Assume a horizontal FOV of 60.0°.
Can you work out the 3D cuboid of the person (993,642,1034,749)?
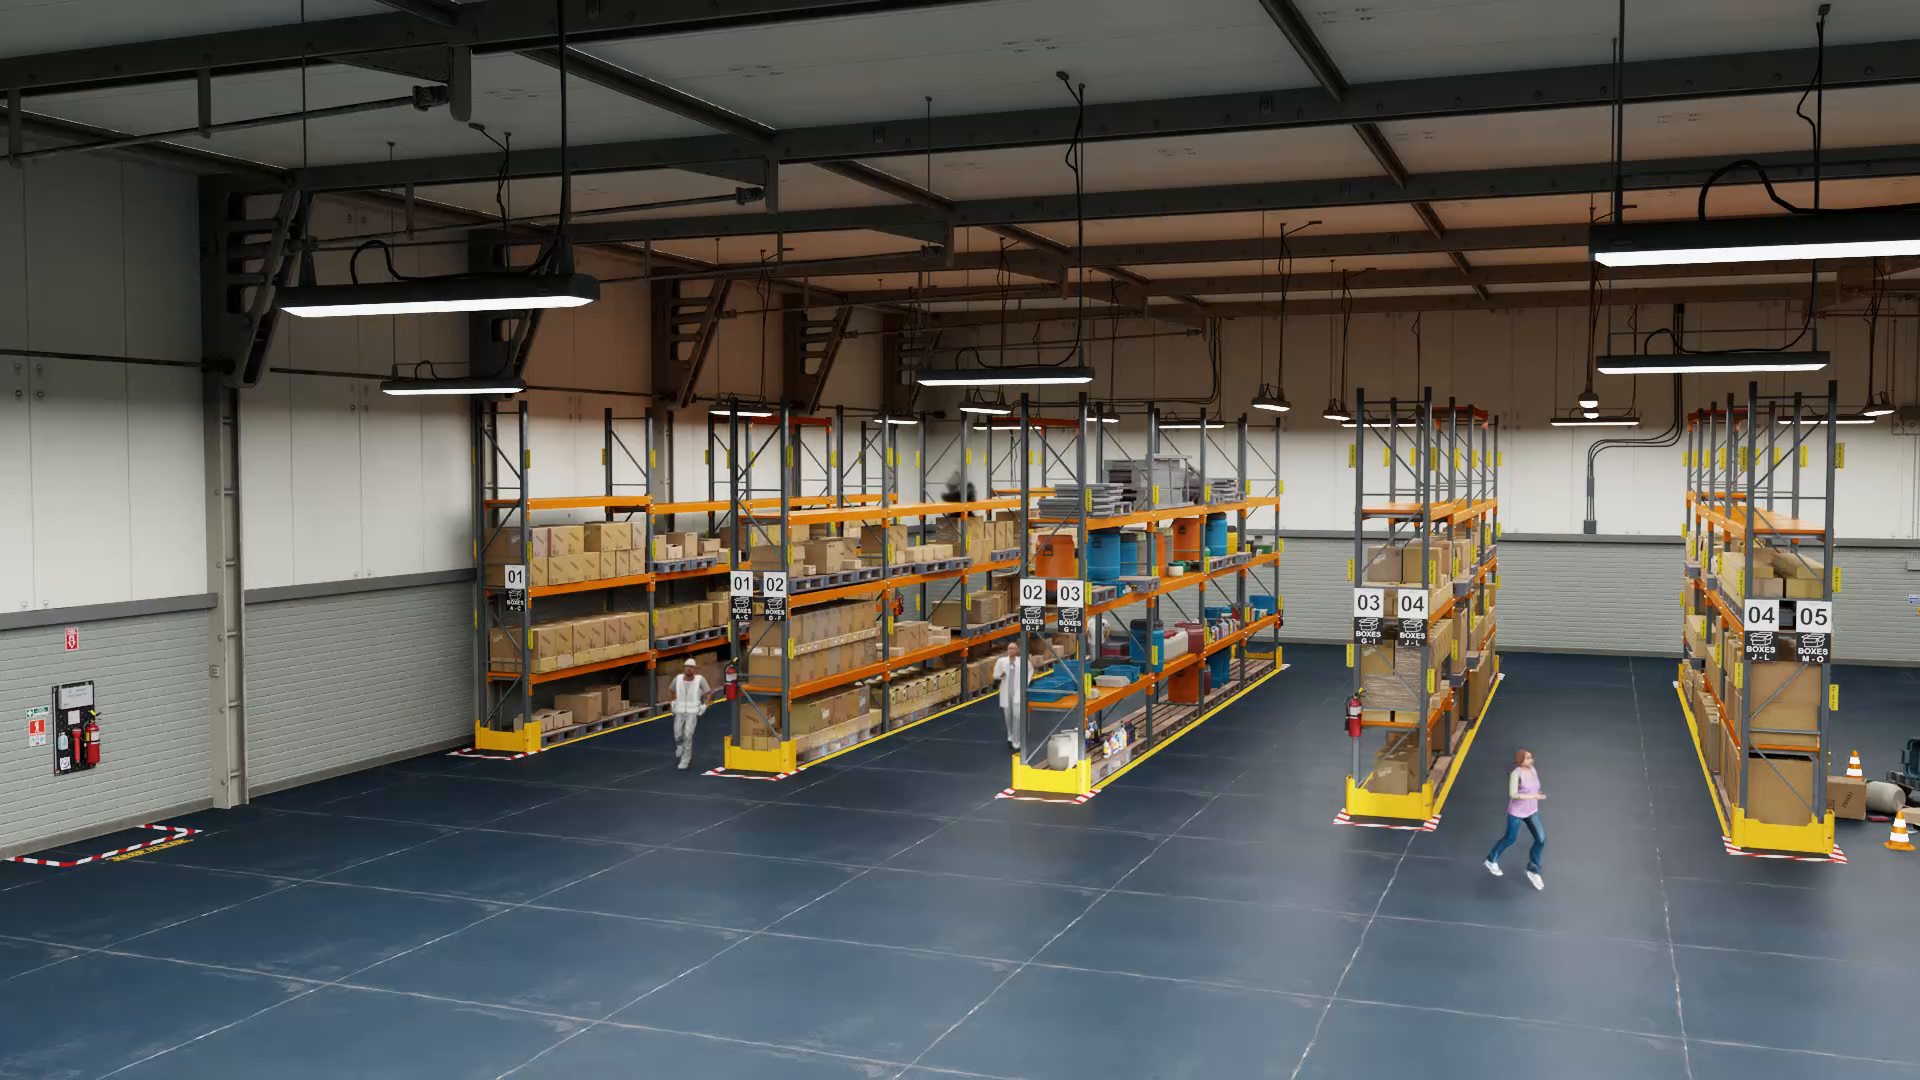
[{"bbox_3d":[0.914,2.708,28.986,0.685,1.844,0.794,1,3,11],"label":"person"}]

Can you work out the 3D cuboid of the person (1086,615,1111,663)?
[{"bbox_3d":[3.064,2.375,37.353,0.589,1.717,0.733,1,3,13],"label":"person"}]

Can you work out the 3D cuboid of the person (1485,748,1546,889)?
[{"bbox_3d":[6.605,3.249,19.590,0.548,1.630,0.842,-1,3,-25],"label":"person"}]

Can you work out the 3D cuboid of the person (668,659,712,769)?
[{"bbox_3d":[-4.421,2.824,27.209,0.725,1.781,0.712,0,3,0],"label":"person"}]
